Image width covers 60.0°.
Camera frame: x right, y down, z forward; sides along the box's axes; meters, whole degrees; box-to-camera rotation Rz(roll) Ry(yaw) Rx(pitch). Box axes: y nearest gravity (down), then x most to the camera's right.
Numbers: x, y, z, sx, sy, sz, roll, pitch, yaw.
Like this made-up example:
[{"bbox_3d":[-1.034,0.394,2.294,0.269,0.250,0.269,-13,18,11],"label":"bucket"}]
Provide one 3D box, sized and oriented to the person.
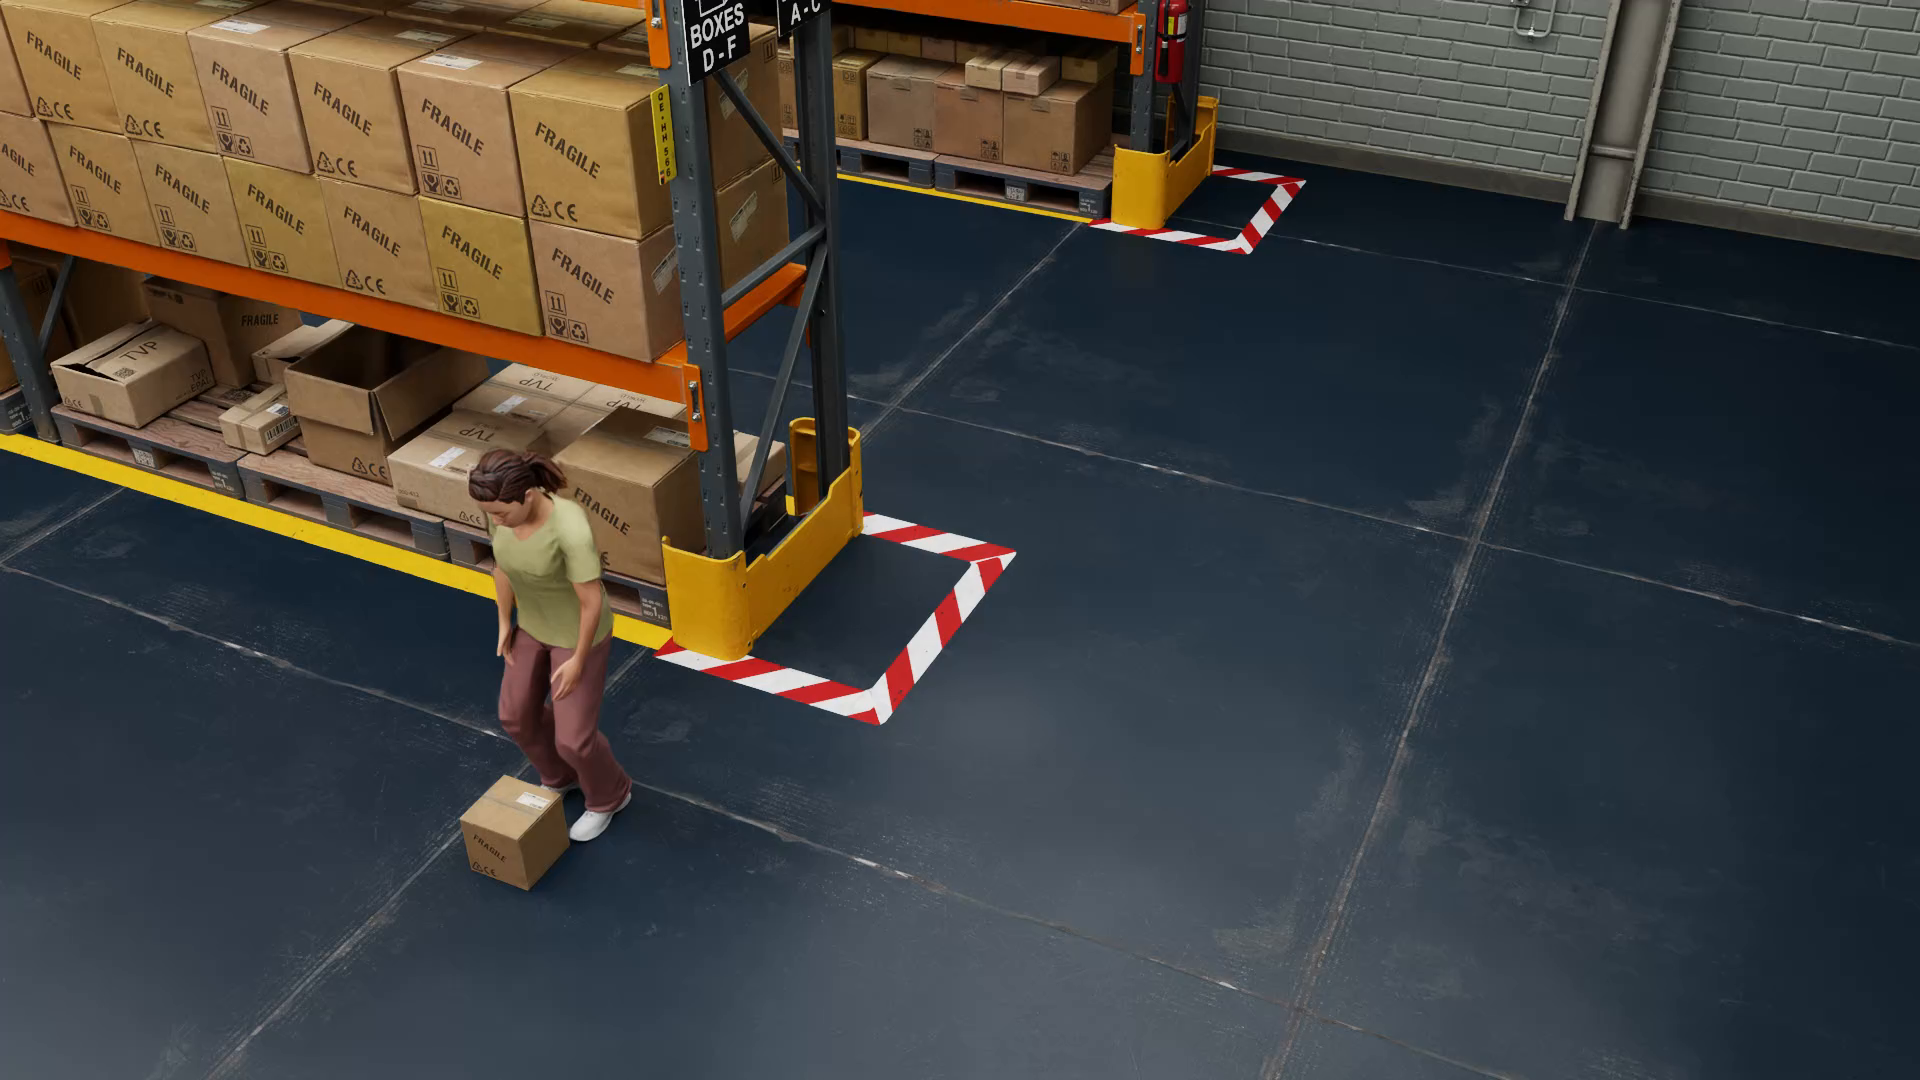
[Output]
[{"bbox_3d":[-1.388,0.345,5.701,0.478,1.604,0.426,21,39,28],"label":"person"}]
